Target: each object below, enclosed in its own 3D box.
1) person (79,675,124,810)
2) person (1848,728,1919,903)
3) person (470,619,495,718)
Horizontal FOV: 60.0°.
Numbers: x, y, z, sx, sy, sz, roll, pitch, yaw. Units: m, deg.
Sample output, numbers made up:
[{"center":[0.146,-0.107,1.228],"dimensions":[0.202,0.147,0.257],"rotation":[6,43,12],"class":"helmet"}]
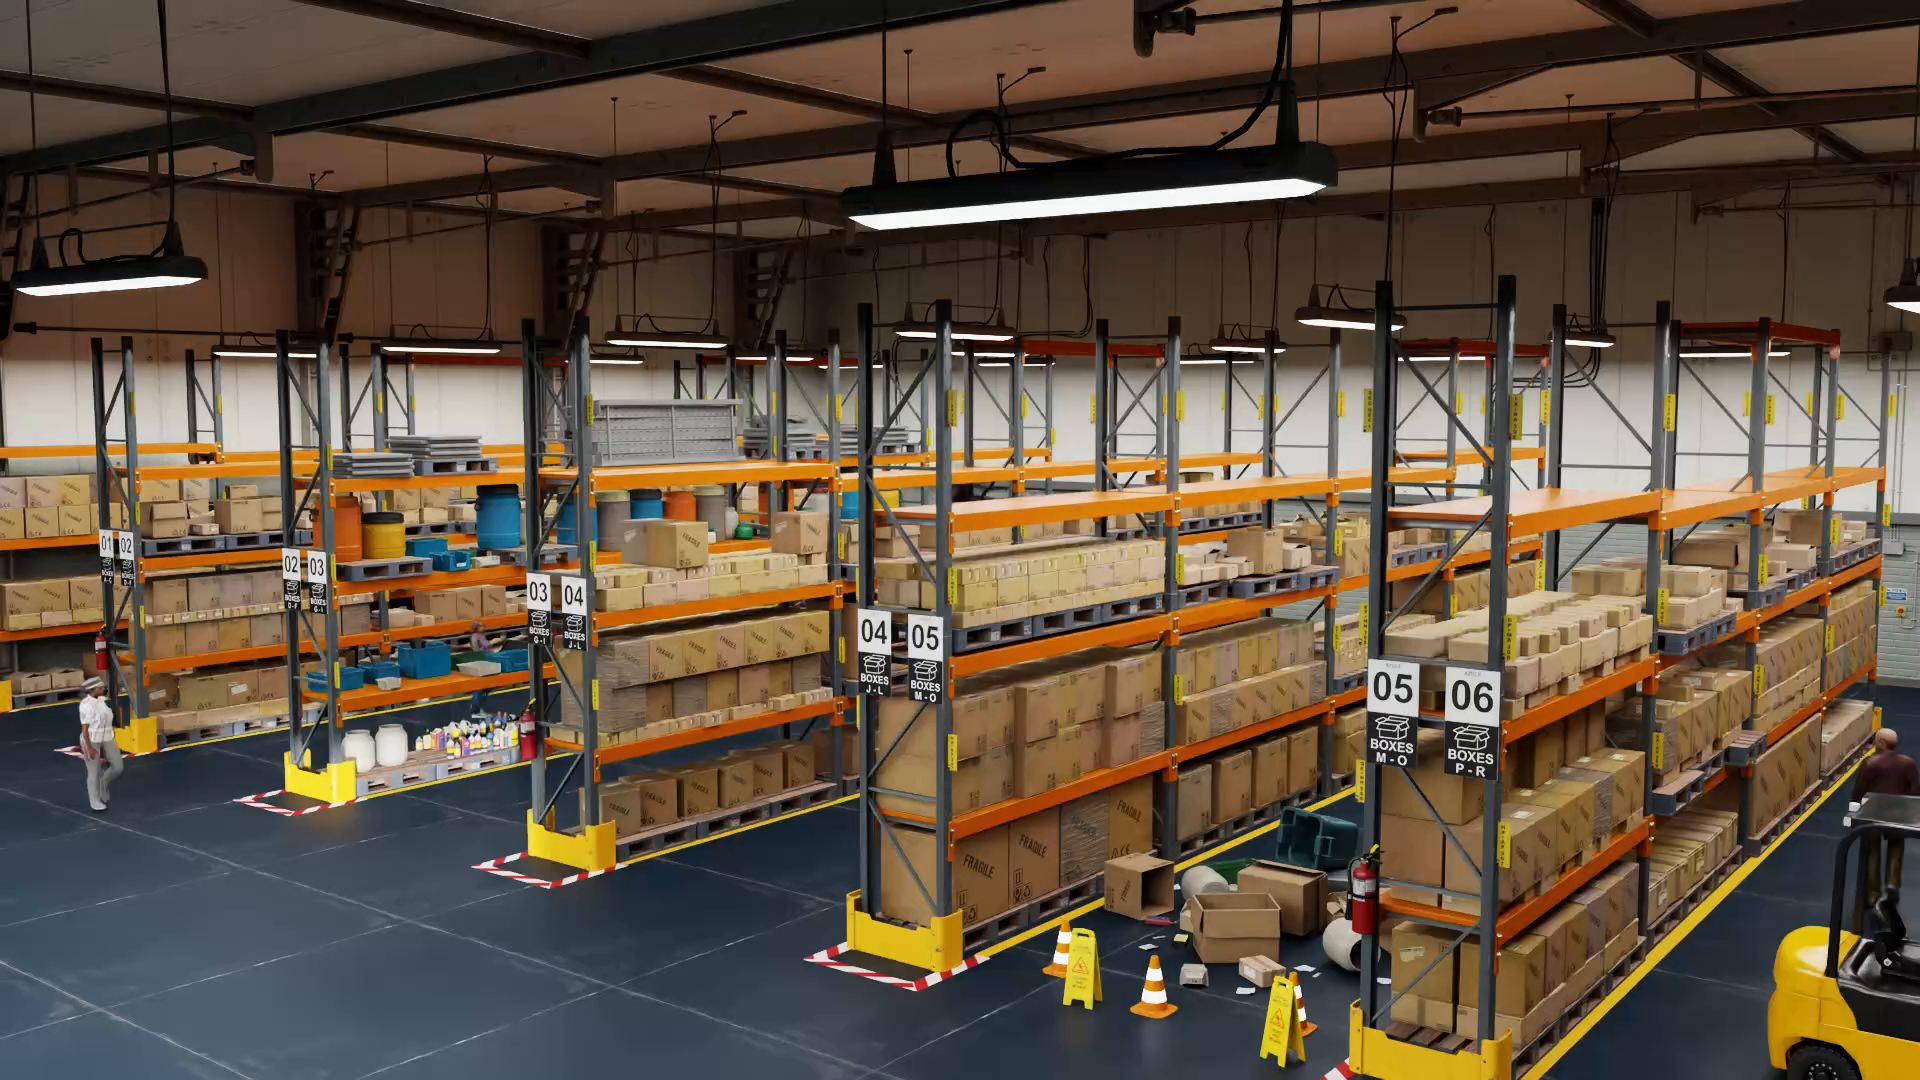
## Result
[{"center":[-10.743,2.508,20.691],"dimensions":[0.484,1.677,0.465],"rotation":[3,6,34],"class":"person"},{"center":[9.365,2.811,16.877],"dimensions":[0.641,1.821,0.579],"rotation":[3,6,31],"class":"person"},{"center":[-7.611,2.051,26.505],"dimensions":[0.420,1.599,0.451],"rotation":[-2,5,-17],"class":"person"}]
